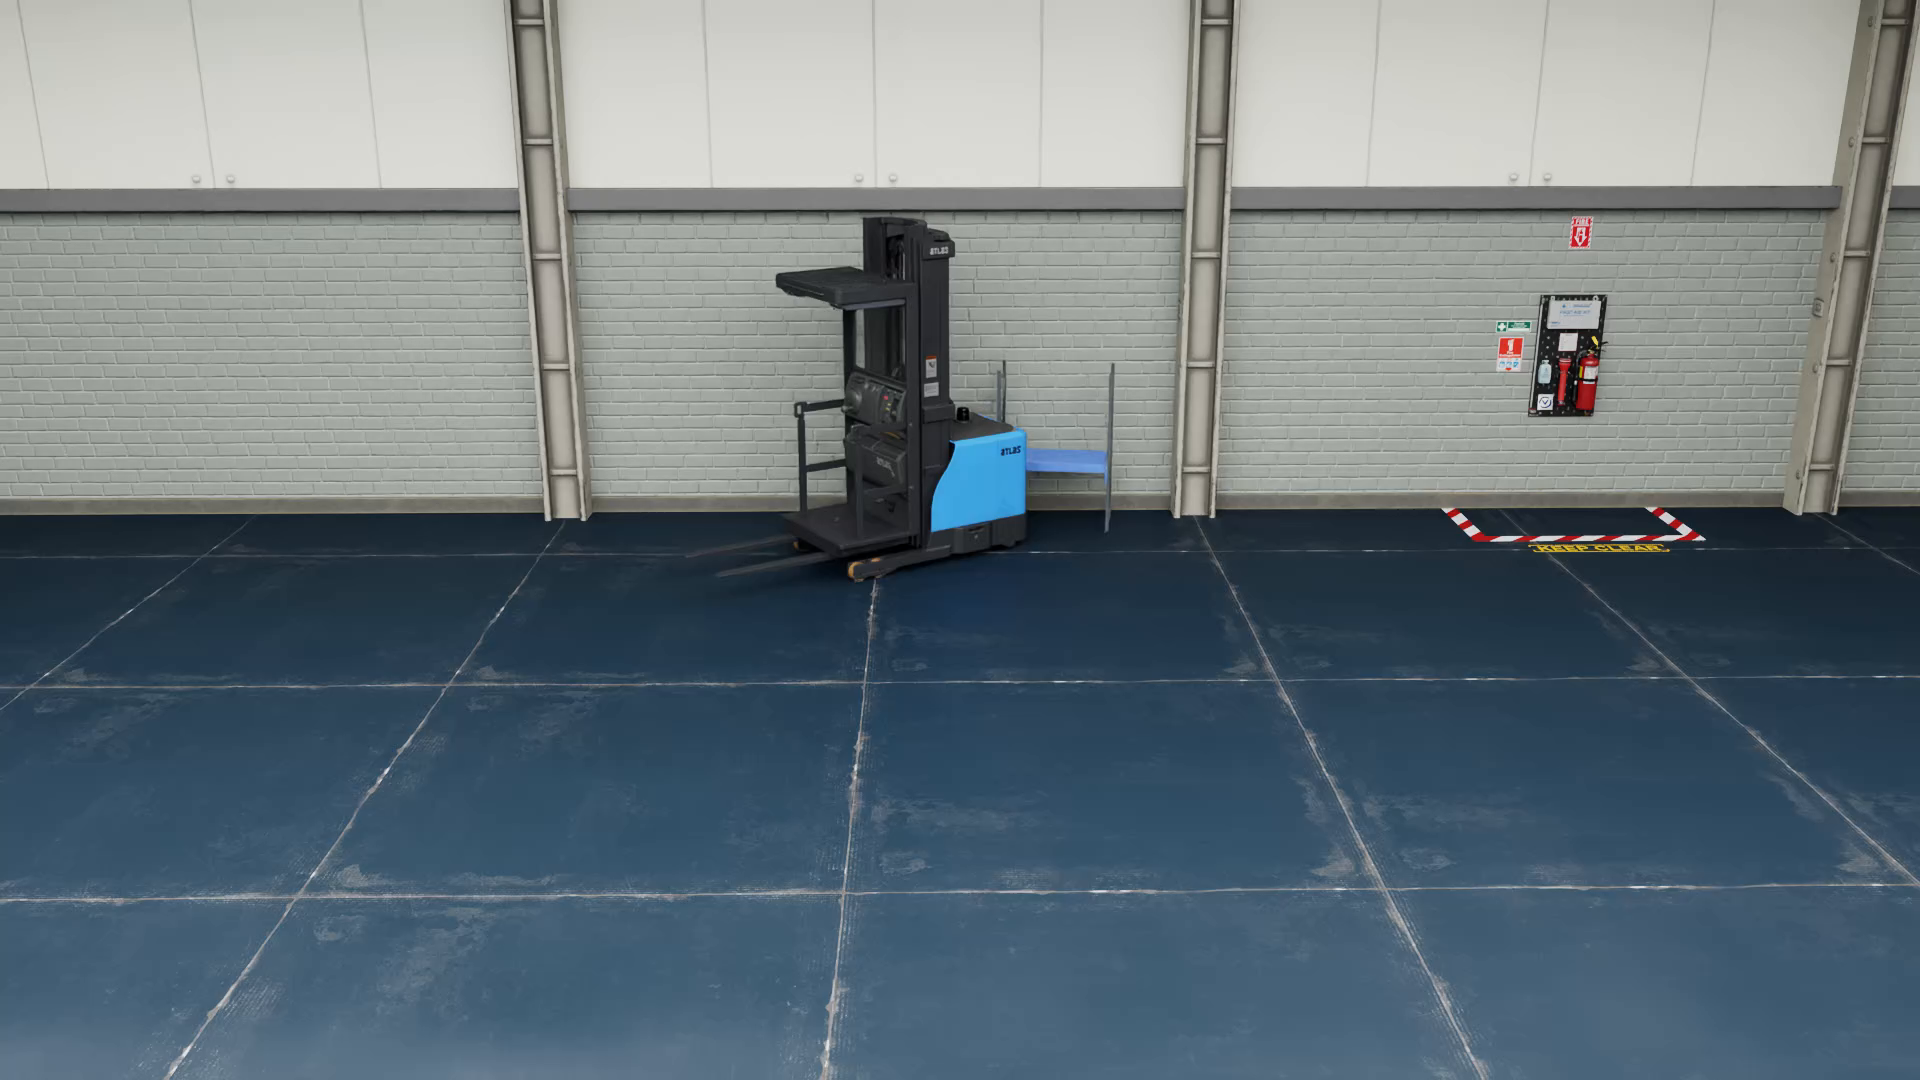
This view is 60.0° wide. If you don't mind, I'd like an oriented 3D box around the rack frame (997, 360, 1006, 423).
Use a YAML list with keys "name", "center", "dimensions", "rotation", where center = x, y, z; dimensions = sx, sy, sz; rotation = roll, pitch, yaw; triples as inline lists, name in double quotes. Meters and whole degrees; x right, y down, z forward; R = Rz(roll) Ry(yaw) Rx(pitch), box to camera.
- name: "rack frame"
  center: [0.386, -0.900, 15.601]
  dimensions: [0.032, 1.500, 0.500]
  rotation: [2, 18, 7]

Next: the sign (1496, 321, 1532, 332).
- name: "sign"
  center: [5.223, -2.012, 15.686]
  dimensions: [0.331, 0.109, 0.001]
  rotation: [0, 18, -1]

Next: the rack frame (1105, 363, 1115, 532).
- name: "rack frame"
  center: [1.395, -0.861, 15.478]
  dimensions: [0.032, 1.500, 0.500]
  rotation: [2, 18, 7]

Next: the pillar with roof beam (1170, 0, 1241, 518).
- name: "pillar with roof beam"
  center: [2.313, -3.230, 10.586]
  dimensions: [0.400, 9.000, 9.100]
  rotation: [0, 18, -1]

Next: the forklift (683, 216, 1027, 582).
- name: "forklift"
  center: [-0.904, -1.224, 14.269]
  dimensions: [3.031, 2.935, 1.130]
  rotation: [-11, 21, -32]

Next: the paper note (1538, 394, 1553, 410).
- name: "paper note"
  center: [5.594, -1.317, 15.888]
  dimensions: [0.142, 0.148, 0.016]
  rotation: [0, 18, -1]

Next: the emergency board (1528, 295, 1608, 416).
- name: "emergency board"
  center: [5.772, -1.717, 15.691]
  dimensions: [0.643, 1.169, 0.194]
  rotation: [0, 18, -1]

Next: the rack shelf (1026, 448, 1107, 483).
- name: "rack shelf"
  center: [0.890, -0.709, 15.594]
  dimensions: [1.000, 0.185, 0.538]
  rotation: [2, 18, 7]

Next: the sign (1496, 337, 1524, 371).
- name: "sign"
  center: [5.218, -1.763, 15.775]
  dimensions: [0.234, 0.329, 0.001]
  rotation: [0, 18, -1]

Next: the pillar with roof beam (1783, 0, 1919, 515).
- name: "pillar with roof beam"
  center: [8.312, -3.259, 10.677]
  dimensions: [0.400, 9.000, 9.100]
  rotation: [0, 18, -1]

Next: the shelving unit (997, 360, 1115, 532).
- name: "shelving unit"
  center: [0.890, -0.880, 15.539]
  dimensions: [1.048, 1.500, 0.538]
  rotation: [2, 18, 7]

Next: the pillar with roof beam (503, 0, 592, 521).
- name: "pillar with roof beam"
  center: [-3.687, -3.201, 10.496]
  dimensions: [0.400, 9.000, 9.100]
  rotation: [0, 18, -1]

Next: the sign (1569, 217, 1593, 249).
- name: "sign"
  center: [5.763, -2.851, 15.431]
  dimensions: [0.199, 0.298, 0.001]
  rotation: [0, 18, -1]
